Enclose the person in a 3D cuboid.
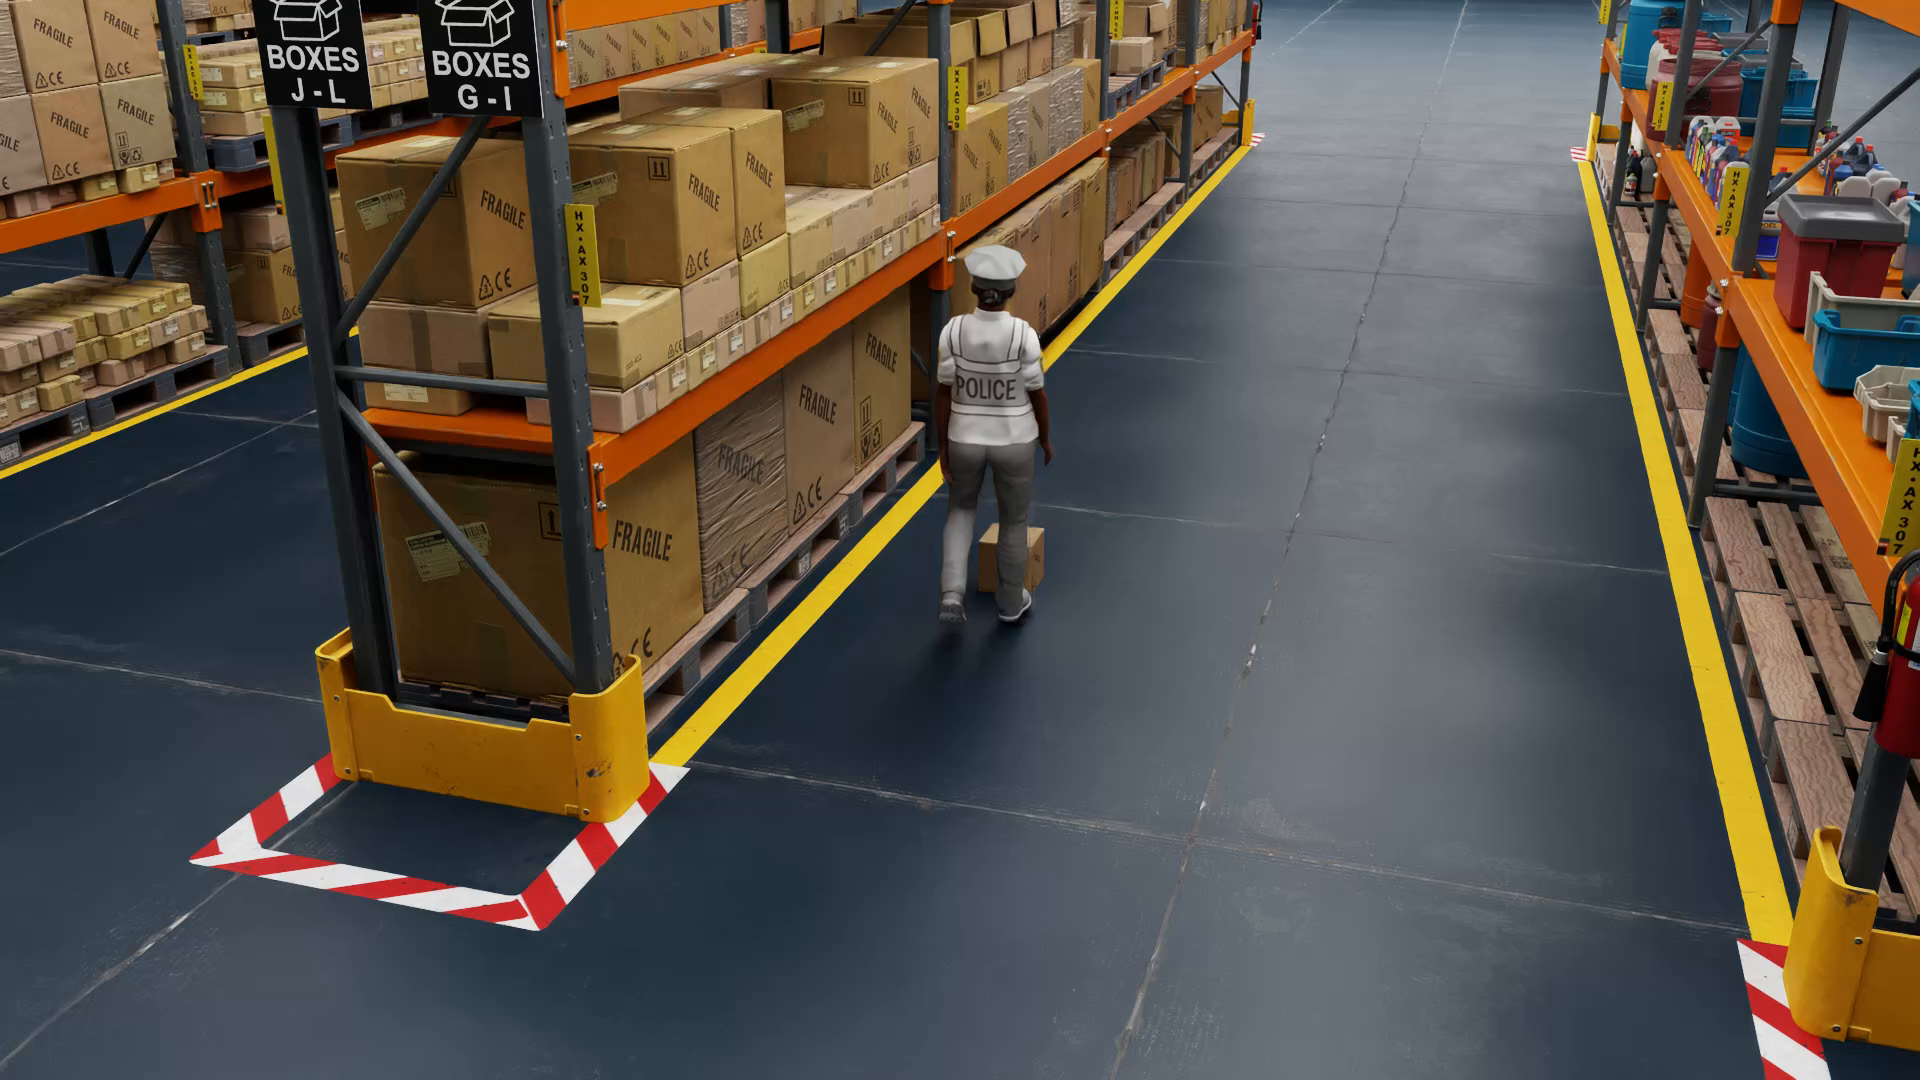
[{"bbox_3d":[0.143,-0.416,7.039,0.468,1.677,0.557,5,23,11],"label":"person"}]
